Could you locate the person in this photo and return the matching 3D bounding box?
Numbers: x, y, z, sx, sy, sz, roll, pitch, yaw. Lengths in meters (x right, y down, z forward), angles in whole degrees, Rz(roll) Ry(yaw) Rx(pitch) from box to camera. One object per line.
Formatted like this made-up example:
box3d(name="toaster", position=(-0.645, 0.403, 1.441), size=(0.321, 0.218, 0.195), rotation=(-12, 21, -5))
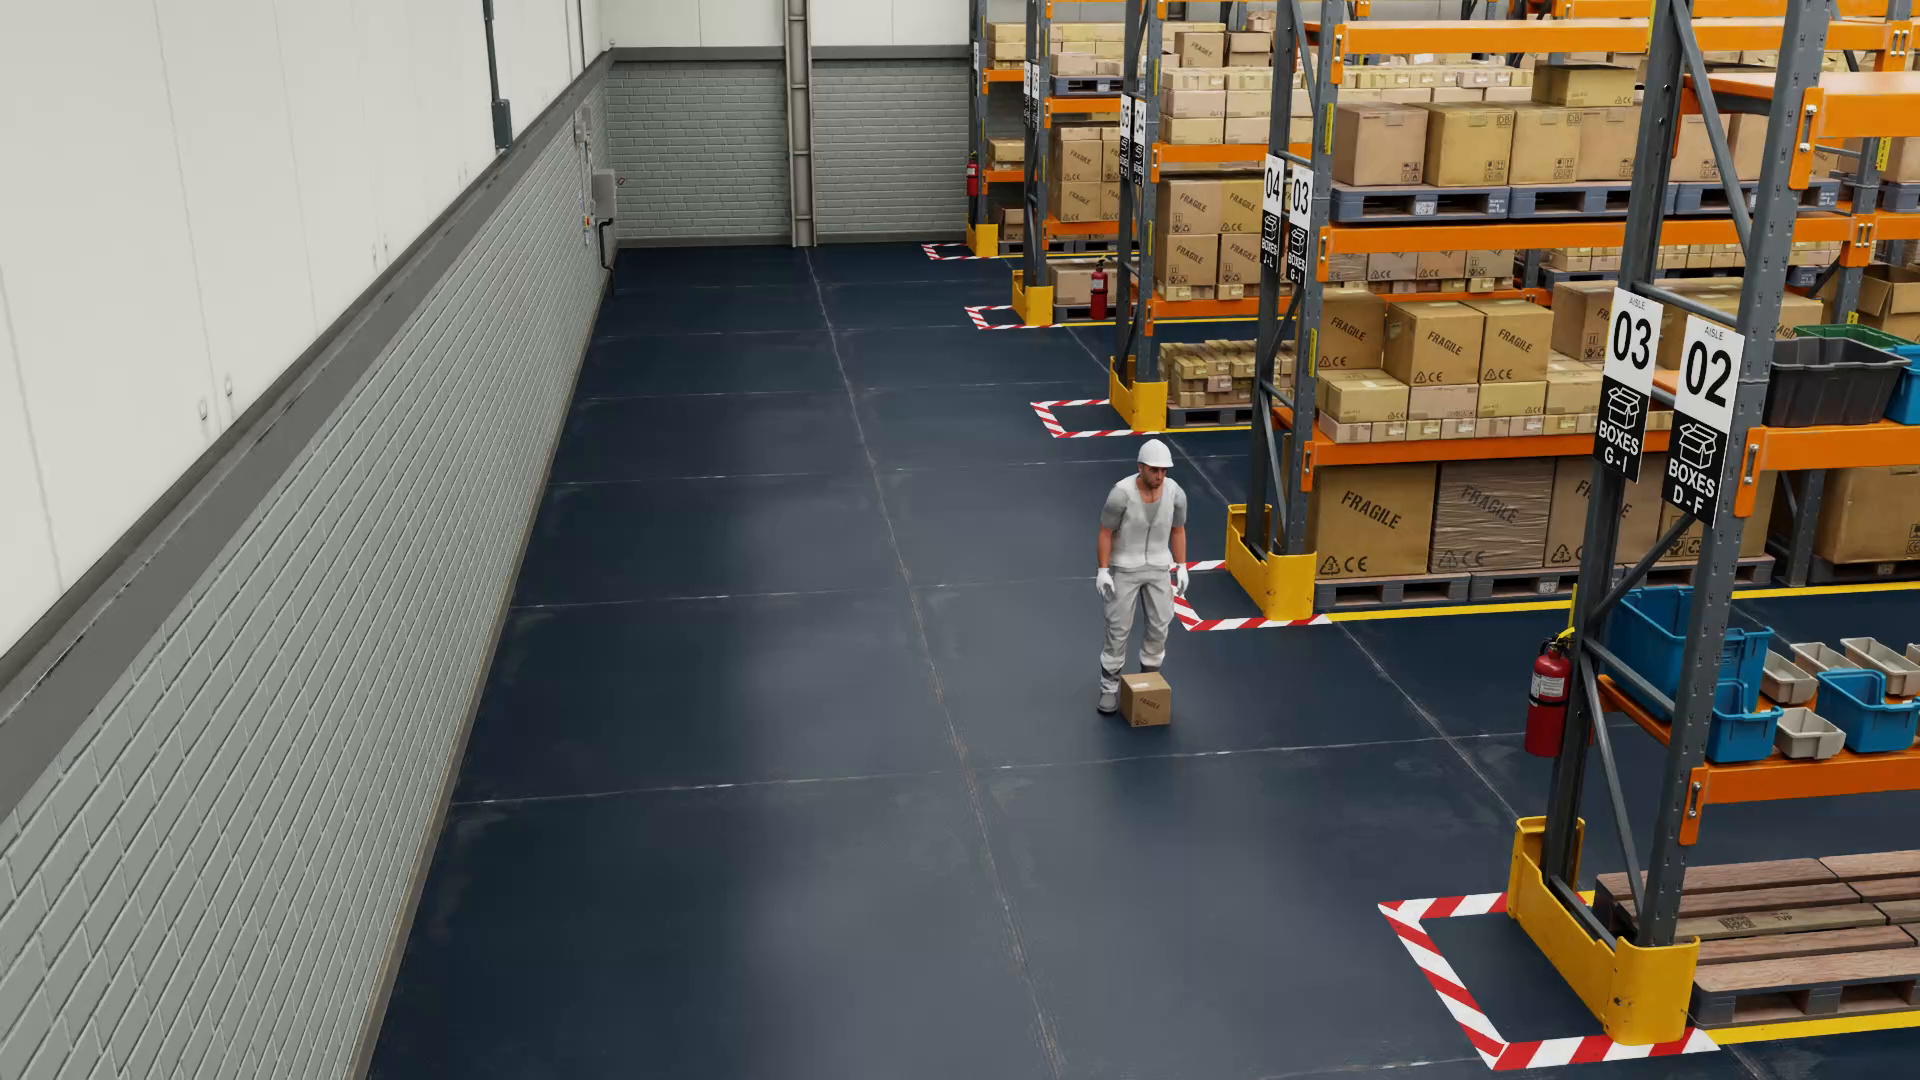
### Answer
box3d(name="person", position=(1.149, 0.213, 10.460), size=(0.615, 1.778, 0.453), rotation=(-4, 20, -11))
